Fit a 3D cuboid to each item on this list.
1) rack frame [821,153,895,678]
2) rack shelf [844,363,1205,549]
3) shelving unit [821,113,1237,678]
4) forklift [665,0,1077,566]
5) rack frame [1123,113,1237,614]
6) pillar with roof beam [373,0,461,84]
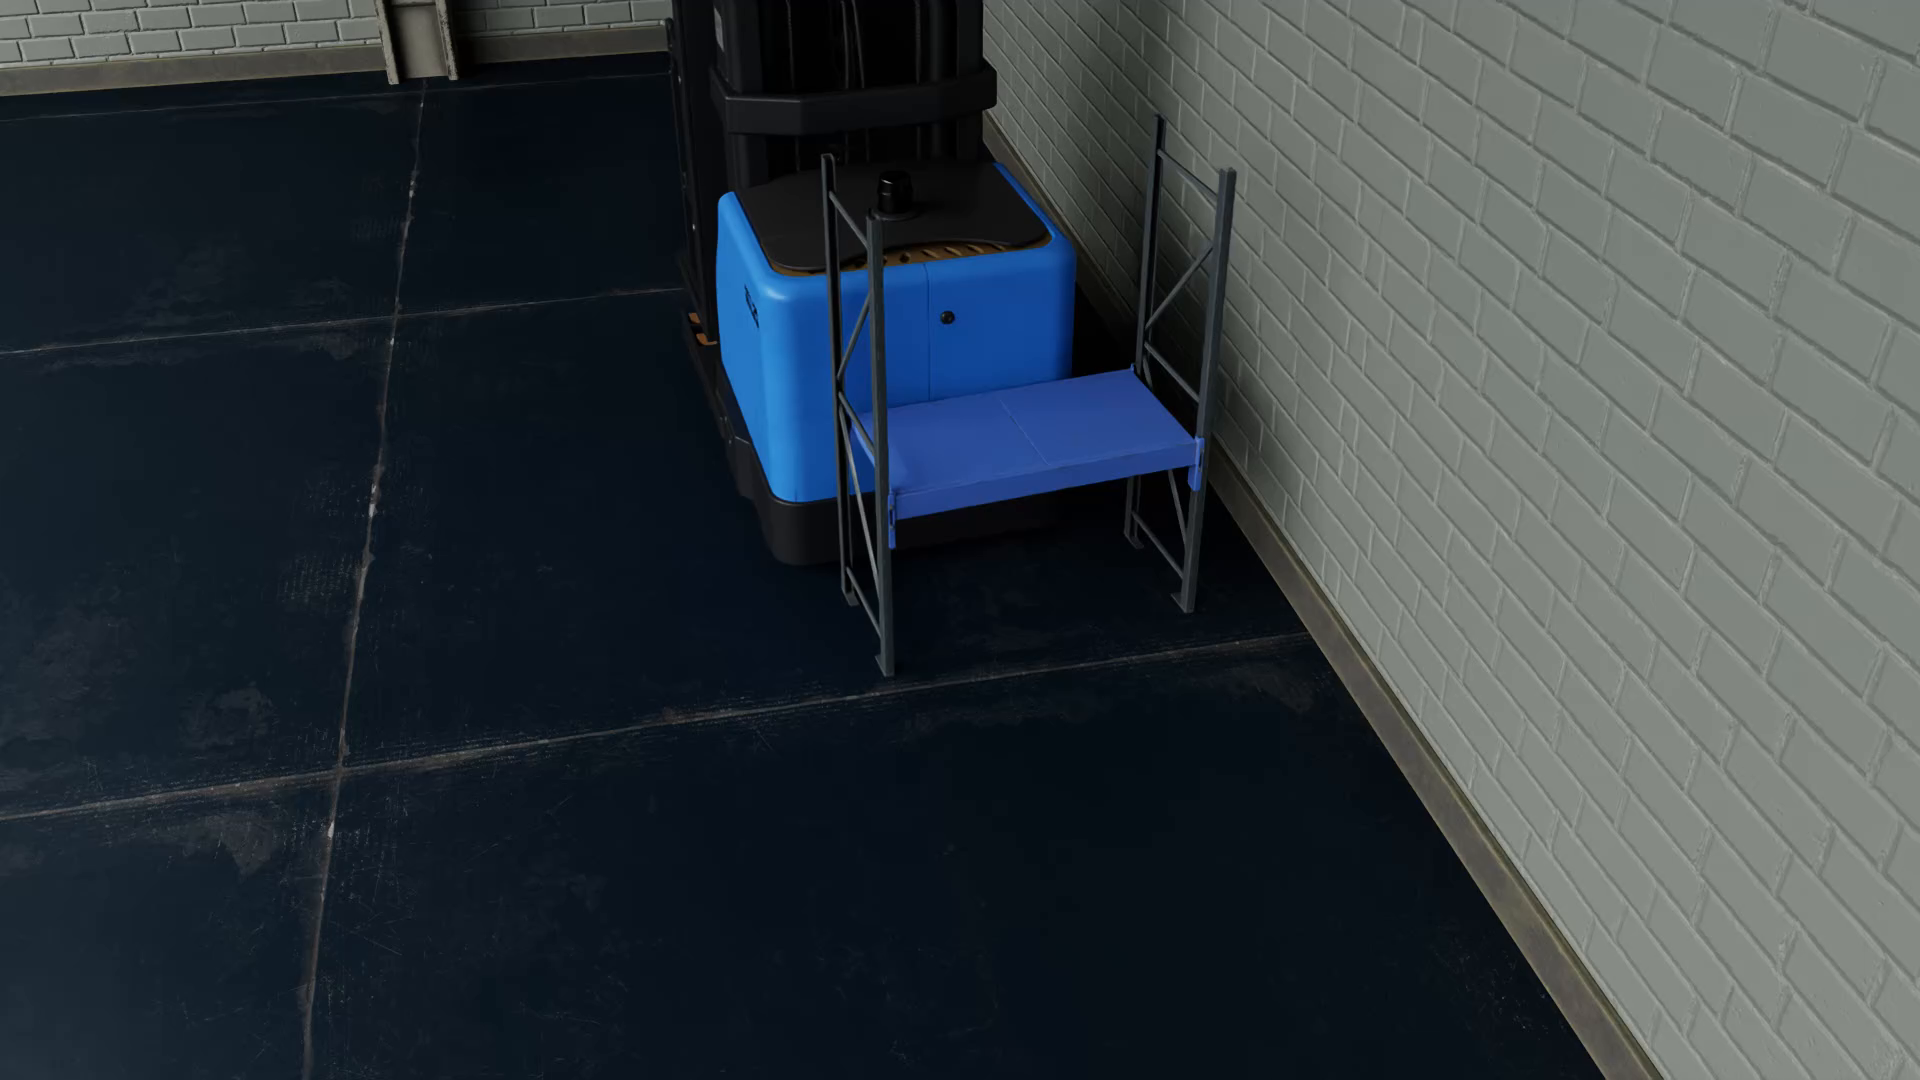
[{"bbox_3d":[-0.296,-0.332,4.898,0.032,1.500,0.500,-11,35,-16],"label":"rack frame"},{"bbox_3d":[0.184,-0.275,5.136,1.000,0.185,0.538,-11,35,-16],"label":"rack shelf"},{"bbox_3d":[0.184,-0.424,5.036,1.048,1.500,0.538,-11,35,-16],"label":"shelving unit"},{"bbox_3d":[-0.524,-1.948,6.023,1.130,2.935,3.031,-9,35,-14],"label":"forklift"},{"bbox_3d":[0.665,-0.516,5.173,0.032,1.500,0.500,-11,35,-16],"label":"rack frame"},{"bbox_3d":[-2.226,-4.168,3.886,0.400,9.000,9.100,-7,35,-11],"label":"pillar with roof beam"}]
